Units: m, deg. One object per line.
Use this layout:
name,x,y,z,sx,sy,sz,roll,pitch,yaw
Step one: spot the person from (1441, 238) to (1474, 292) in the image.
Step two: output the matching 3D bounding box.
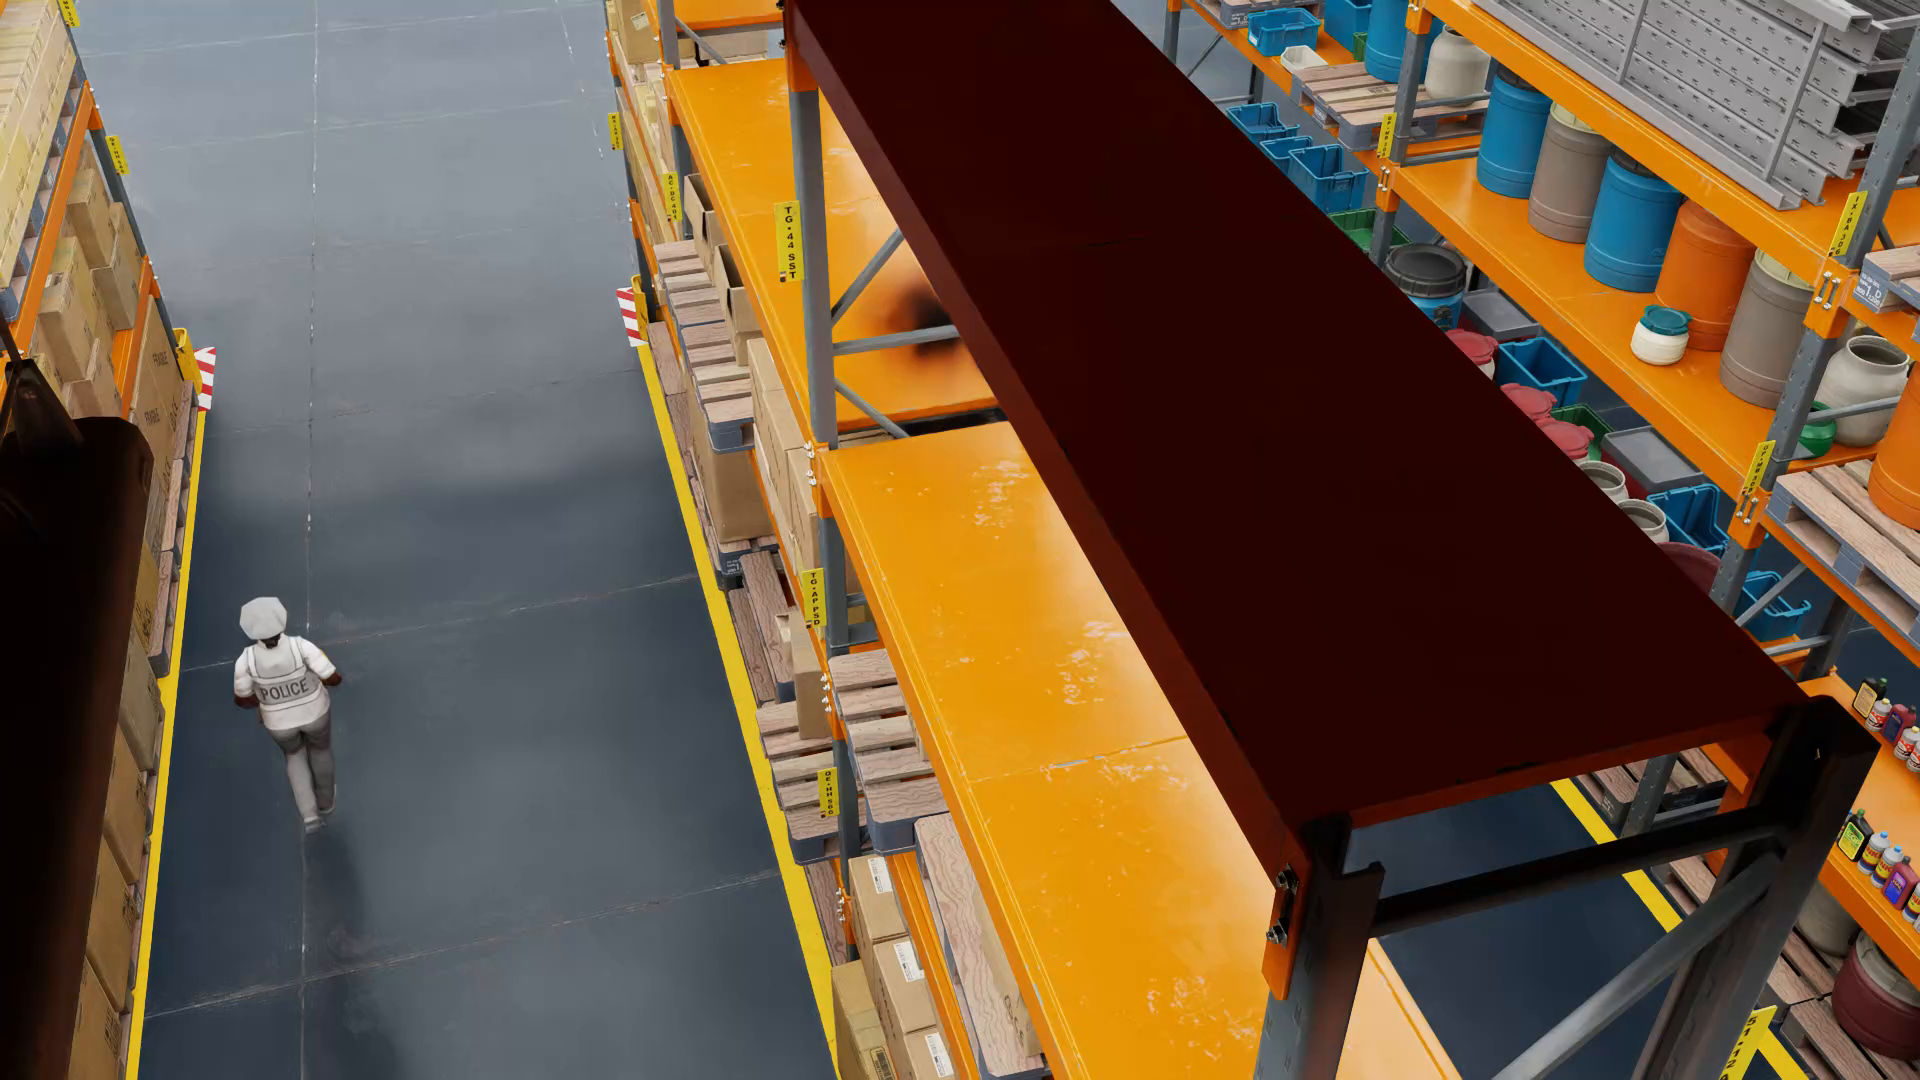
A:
person,4.378,-2.256,14.296,0.565,1.647,0.947,-11,40,-14

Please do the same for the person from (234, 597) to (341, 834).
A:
person,-3.874,1.014,9.737,0.587,1.686,0.513,-13,40,-16
